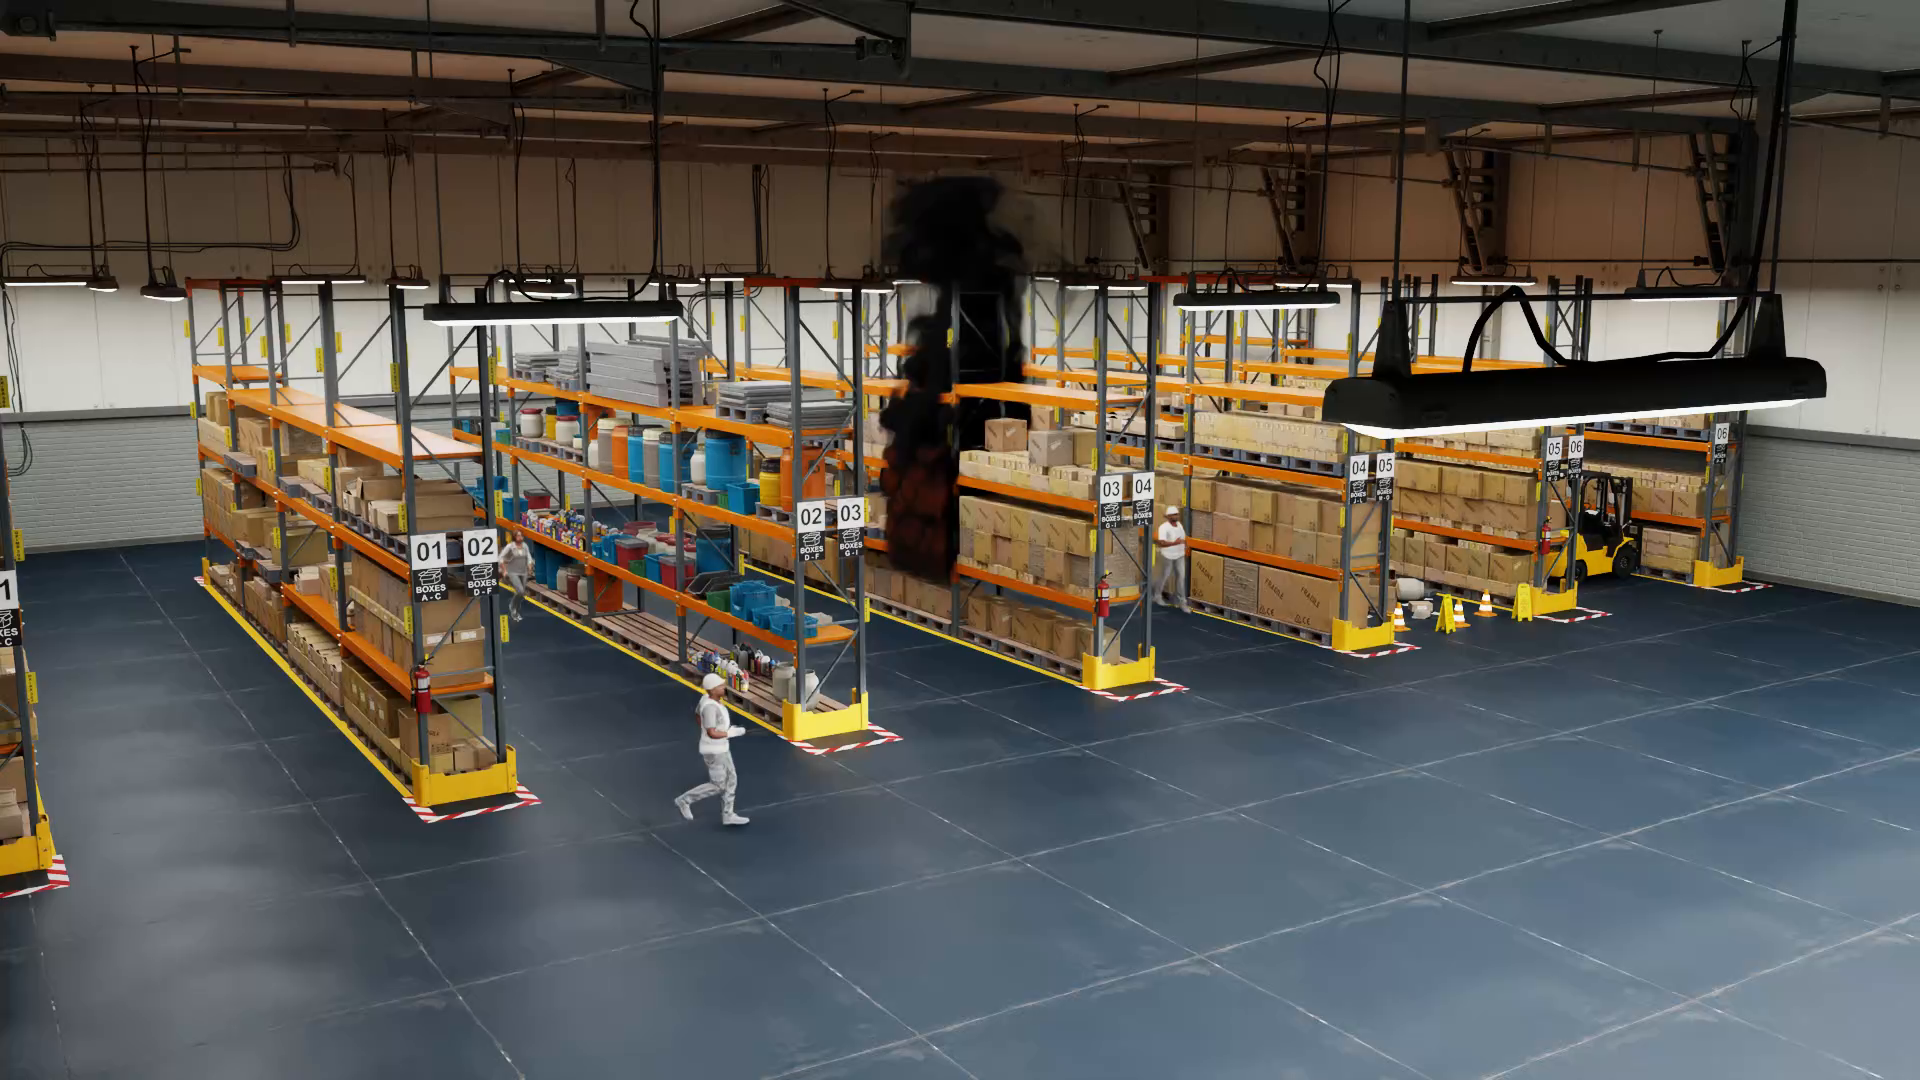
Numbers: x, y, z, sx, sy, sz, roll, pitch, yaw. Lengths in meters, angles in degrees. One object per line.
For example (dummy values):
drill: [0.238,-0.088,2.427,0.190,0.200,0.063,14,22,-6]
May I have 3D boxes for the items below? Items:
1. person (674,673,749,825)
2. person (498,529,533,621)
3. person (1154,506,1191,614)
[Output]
person: [-2.800,2.359,18.679,0.827,1.757,0.688,-1,10,-7]
person: [-7.432,0.608,27.999,0.515,1.562,0.628,-9,13,-42]
person: [3.706,0.328,28.974,0.677,1.848,0.756,-6,11,-33]
